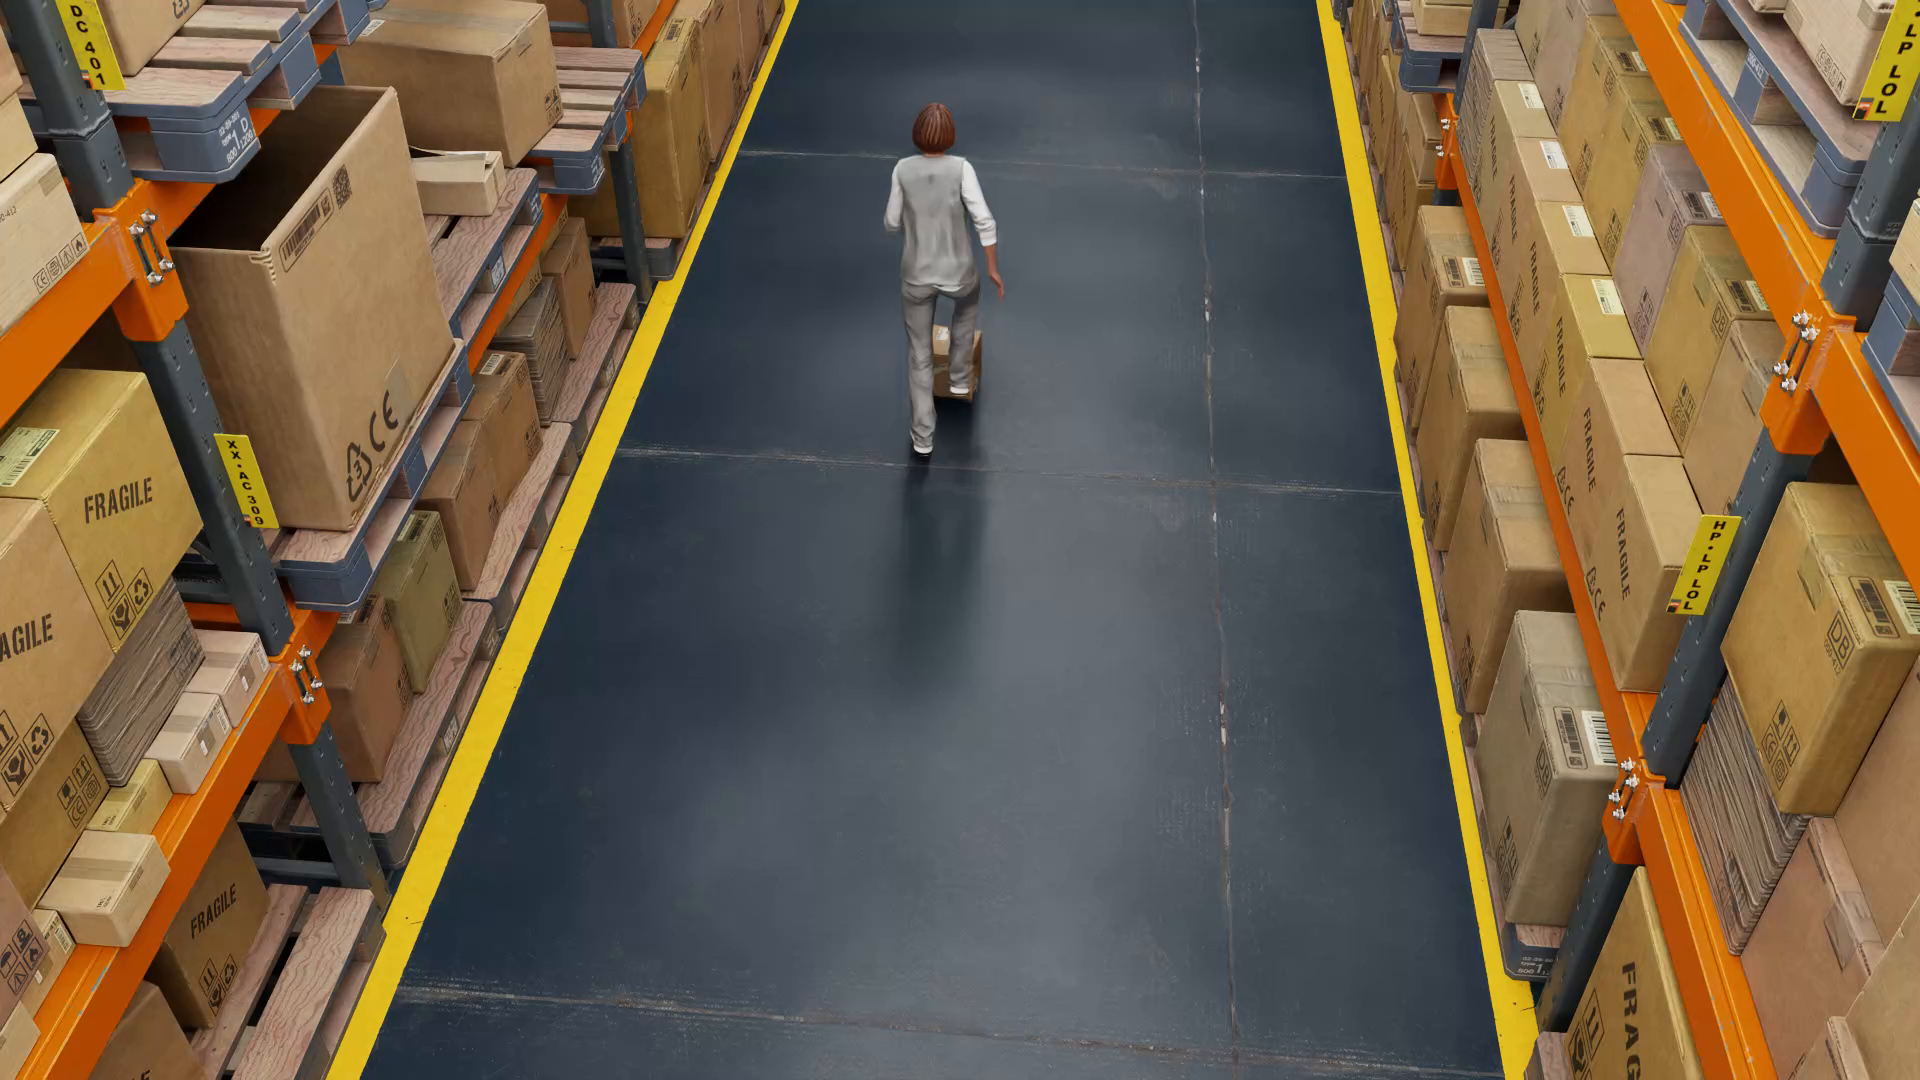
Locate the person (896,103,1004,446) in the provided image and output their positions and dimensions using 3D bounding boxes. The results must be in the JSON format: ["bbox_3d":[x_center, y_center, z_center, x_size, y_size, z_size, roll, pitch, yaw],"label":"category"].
[{"bbox_3d":[-0.065,-1.236,7.573,0.522,1.446,0.782,-1,41,-1],"label":"person"}]
